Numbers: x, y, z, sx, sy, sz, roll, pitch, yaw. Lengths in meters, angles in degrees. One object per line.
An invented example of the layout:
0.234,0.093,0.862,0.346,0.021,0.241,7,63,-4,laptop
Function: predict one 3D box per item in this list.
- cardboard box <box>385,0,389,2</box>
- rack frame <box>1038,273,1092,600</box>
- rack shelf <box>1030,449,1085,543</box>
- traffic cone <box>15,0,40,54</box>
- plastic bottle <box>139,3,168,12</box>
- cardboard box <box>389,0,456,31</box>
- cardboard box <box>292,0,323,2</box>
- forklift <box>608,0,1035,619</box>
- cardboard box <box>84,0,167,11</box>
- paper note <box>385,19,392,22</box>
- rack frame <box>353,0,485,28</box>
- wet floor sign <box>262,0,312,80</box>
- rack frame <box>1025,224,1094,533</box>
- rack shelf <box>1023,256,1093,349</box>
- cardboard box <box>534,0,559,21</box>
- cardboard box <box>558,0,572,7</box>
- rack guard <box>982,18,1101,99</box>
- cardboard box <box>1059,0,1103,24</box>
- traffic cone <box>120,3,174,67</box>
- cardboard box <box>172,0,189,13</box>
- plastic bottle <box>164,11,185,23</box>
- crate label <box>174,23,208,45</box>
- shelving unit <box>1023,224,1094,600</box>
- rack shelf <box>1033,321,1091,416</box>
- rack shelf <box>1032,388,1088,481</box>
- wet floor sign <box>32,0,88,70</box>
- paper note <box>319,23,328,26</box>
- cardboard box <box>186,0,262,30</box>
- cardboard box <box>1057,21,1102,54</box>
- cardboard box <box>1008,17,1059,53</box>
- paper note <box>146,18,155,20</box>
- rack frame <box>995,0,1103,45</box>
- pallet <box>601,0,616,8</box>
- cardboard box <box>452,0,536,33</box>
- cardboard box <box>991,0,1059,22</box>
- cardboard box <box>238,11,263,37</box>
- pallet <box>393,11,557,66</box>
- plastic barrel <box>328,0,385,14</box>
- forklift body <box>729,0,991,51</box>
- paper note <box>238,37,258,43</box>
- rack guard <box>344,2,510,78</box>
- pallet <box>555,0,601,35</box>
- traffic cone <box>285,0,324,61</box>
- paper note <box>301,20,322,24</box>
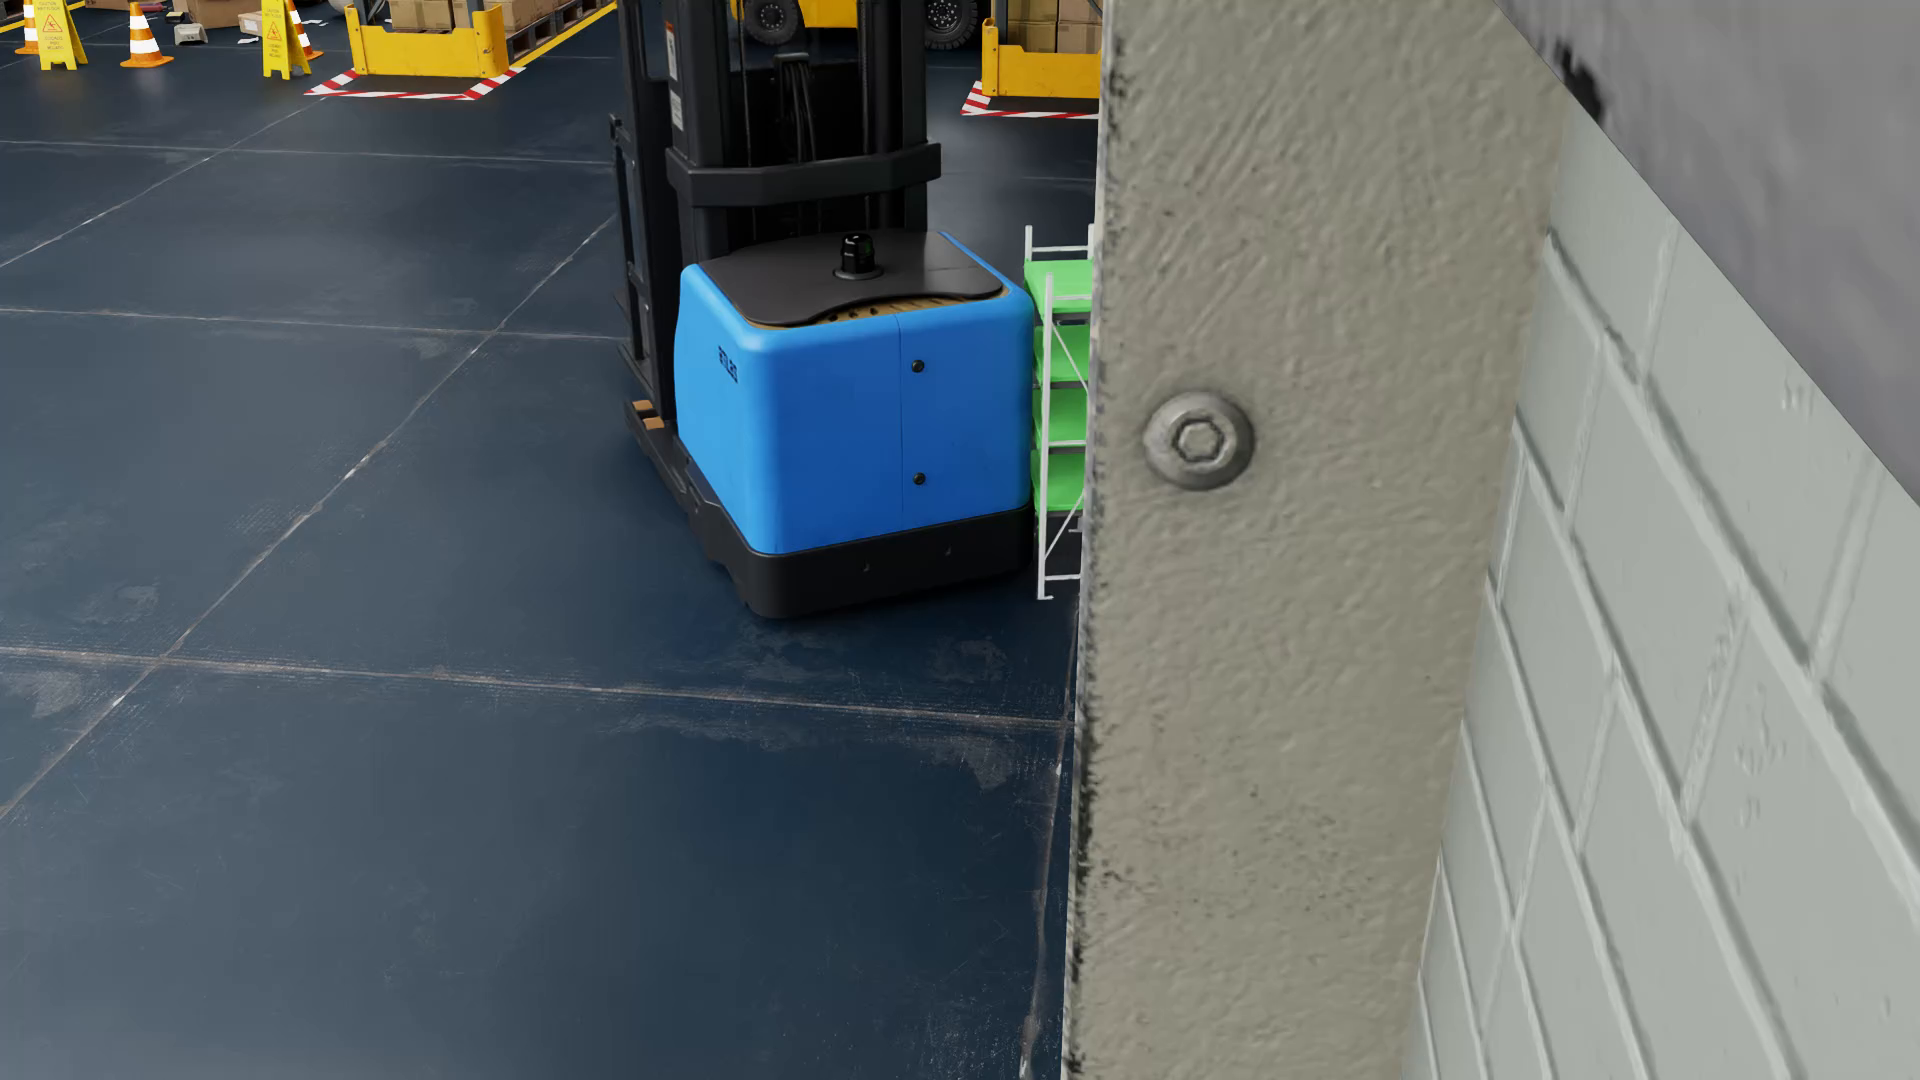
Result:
-5.158,-5.339,15.631,0.500,0.500,0.500,-24,36,-37,cardboard box
0.395,-0.325,5.588,0.240,1.200,0.015,-3,28,-5,rack frame
0.371,-0.173,5.946,0.258,0.148,0.480,-3,28,-5,rack shelf
-7.617,-4.272,13.691,0.336,0.463,0.334,3,28,6,traffic cone
-7.409,-4.880,15.244,0.283,0.061,0.133,-6,29,-11,plastic bottle
-4.331,-4.363,13.642,0.500,0.250,0.500,3,28,6,cardboard box
-6.357,-5.356,15.518,0.797,0.637,0.503,3,28,6,cardboard box
-0.774,-1.703,6.321,1.130,2.935,3.031,-11,30,-20,forklift
-7.773,-5.214,15.399,0.500,0.500,0.500,8,29,15,cardboard box
-5.058,-4.639,14.829,0.142,0.019,0.148,-6,29,-11,paper note
-4.166,-4.981,12.333,1.000,3.000,0.127,3,28,6,rack frame
-5.251,-3.917,12.841,0.267,0.644,0.232,14,31,24,wet floor sign
0.347,-0.555,6.016,0.240,1.200,0.015,-3,28,-5,rack frame
0.371,-0.807,5.605,0.258,0.148,0.480,-3,28,-5,rack shelf
-3.723,-4.559,14.006,0.500,0.250,0.500,4,29,8,cardboard box
-3.668,-4.816,14.484,0.500,0.250,0.500,5,29,10,cardboard box
0.758,-3.582,12.373,1.175,0.500,0.348,3,28,6,rack guard
1.024,-4.098,12.623,0.500,0.250,0.500,4,29,7,cardboard box
-6.537,-4.046,13.272,0.336,0.463,0.334,3,28,6,traffic cone
-6.984,-4.984,15.221,0.396,0.266,0.258,8,29,15,cardboard box
-7.019,-4.683,14.877,0.133,0.061,0.283,-6,29,-11,plastic bottle
-6.502,-4.276,14.043,0.250,0.136,0.298,-11,30,-20,crate label
0.371,-0.440,5.802,0.258,1.200,0.503,-3,28,-5,shelving unit
0.371,-0.595,5.719,0.258,0.148,0.480,-3,28,-5,rack shelf
0.371,-0.384,5.832,0.258,0.148,0.480,-3,28,-5,rack shelf
-7.130,-4.056,13.098,0.267,0.644,0.232,-1,28,-3,wet floor sign
-5.625,-4.563,14.708,0.032,0.001,0.123,3,28,6,paper note
-6.463,-4.856,14.733,0.797,0.503,0.637,-17,33,-29,cardboard box
1.015,-3.888,12.761,0.500,0.250,0.500,3,29,6,cardboard box
0.505,-3.908,12.798,0.500,0.250,0.500,4,29,7,cardboard box
-7.258,-4.677,14.921,0.032,0.001,0.123,20,34,32,paper note
0.761,-4.694,11.801,1.000,3.000,0.127,3,28,6,rack frame
-3.723,-5.318,15.899,1.003,0.211,1.213,3,28,6,pallet
-3.793,-4.319,13.560,0.500,0.250,0.500,3,28,6,cardboard box
0.510,-4.136,12.694,0.500,0.250,0.500,3,28,6,cardboard box
-6.010,-4.460,14.371,0.380,0.149,0.250,20,34,32,cardboard box
-4.022,-4.169,13.767,1.003,0.211,1.213,3,28,6,pallet
-5.416,-4.907,14.912,0.421,0.421,0.512,-24,36,-37,plastic barrel
-0.818,-5.319,13.856,2.313,2.155,1.214,3,28,6,forklift body
-6.026,-4.234,14.078,0.148,0.019,0.142,-6,29,-11,paper note
-4.157,-3.916,12.992,1.175,0.500,0.348,3,28,6,rack guard
-3.870,-4.742,14.830,1.003,0.211,1.213,3,28,6,pallet
-5.394,-4.141,13.449,0.336,0.463,0.334,3,28,6,traffic cone
-5.773,-4.620,14.806,0.148,0.019,0.142,14,31,24,paper note
